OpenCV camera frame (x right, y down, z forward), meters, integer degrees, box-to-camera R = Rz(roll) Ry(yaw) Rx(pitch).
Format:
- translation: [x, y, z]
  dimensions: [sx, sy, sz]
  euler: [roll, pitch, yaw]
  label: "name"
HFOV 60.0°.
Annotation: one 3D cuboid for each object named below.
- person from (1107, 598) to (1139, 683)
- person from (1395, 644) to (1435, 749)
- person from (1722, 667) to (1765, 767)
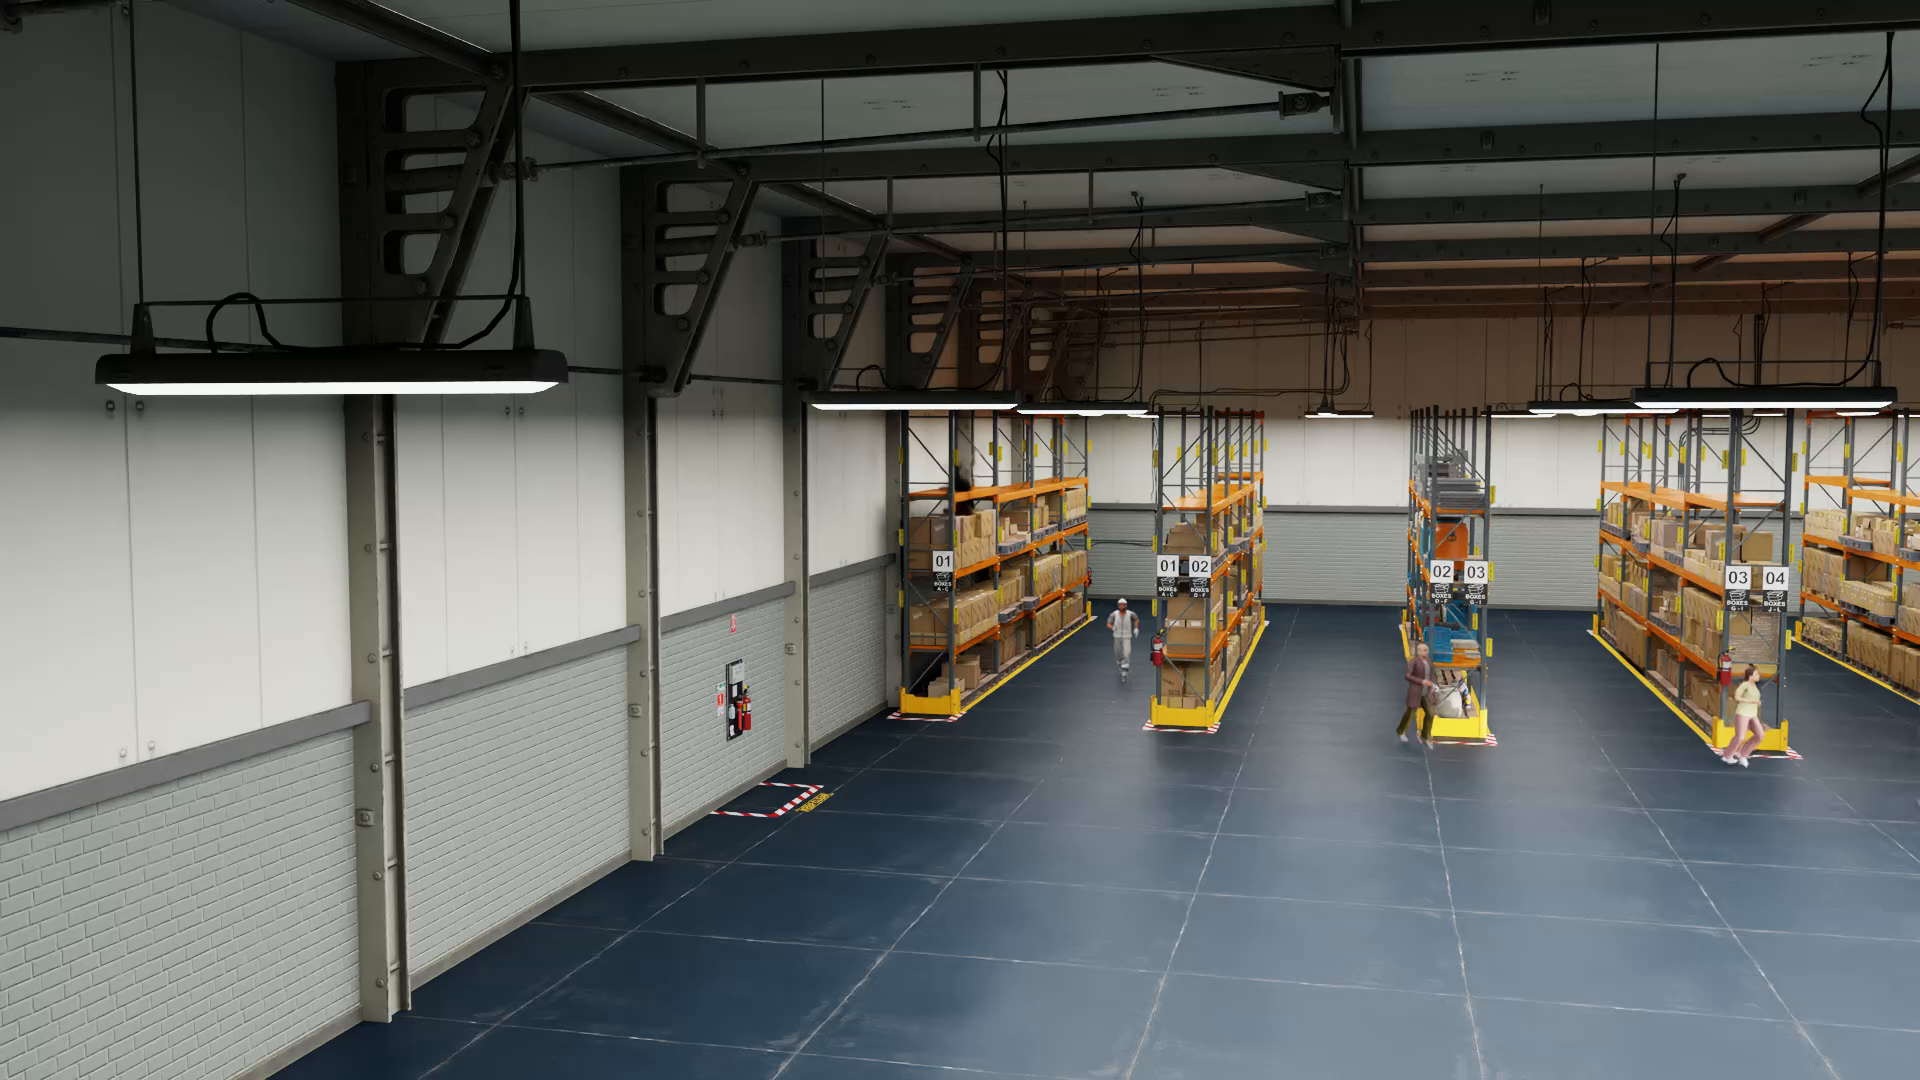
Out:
- translation: [3.571, 2.180, 36.528]
  dimensions: [0.679, 1.807, 0.945]
  euler: [1, 4, 12]
  label: "person"
- translation: [8.104, 2.742, 29.318]
  dimensions: [0.744, 1.853, 0.818]
  euler: [-2, 4, -24]
  label: "person"
- translation: [13.096, 2.936, 27.620]
  dimensions: [0.589, 1.632, 0.617]
  euler: [-2, 5, -25]
  label: "person"
